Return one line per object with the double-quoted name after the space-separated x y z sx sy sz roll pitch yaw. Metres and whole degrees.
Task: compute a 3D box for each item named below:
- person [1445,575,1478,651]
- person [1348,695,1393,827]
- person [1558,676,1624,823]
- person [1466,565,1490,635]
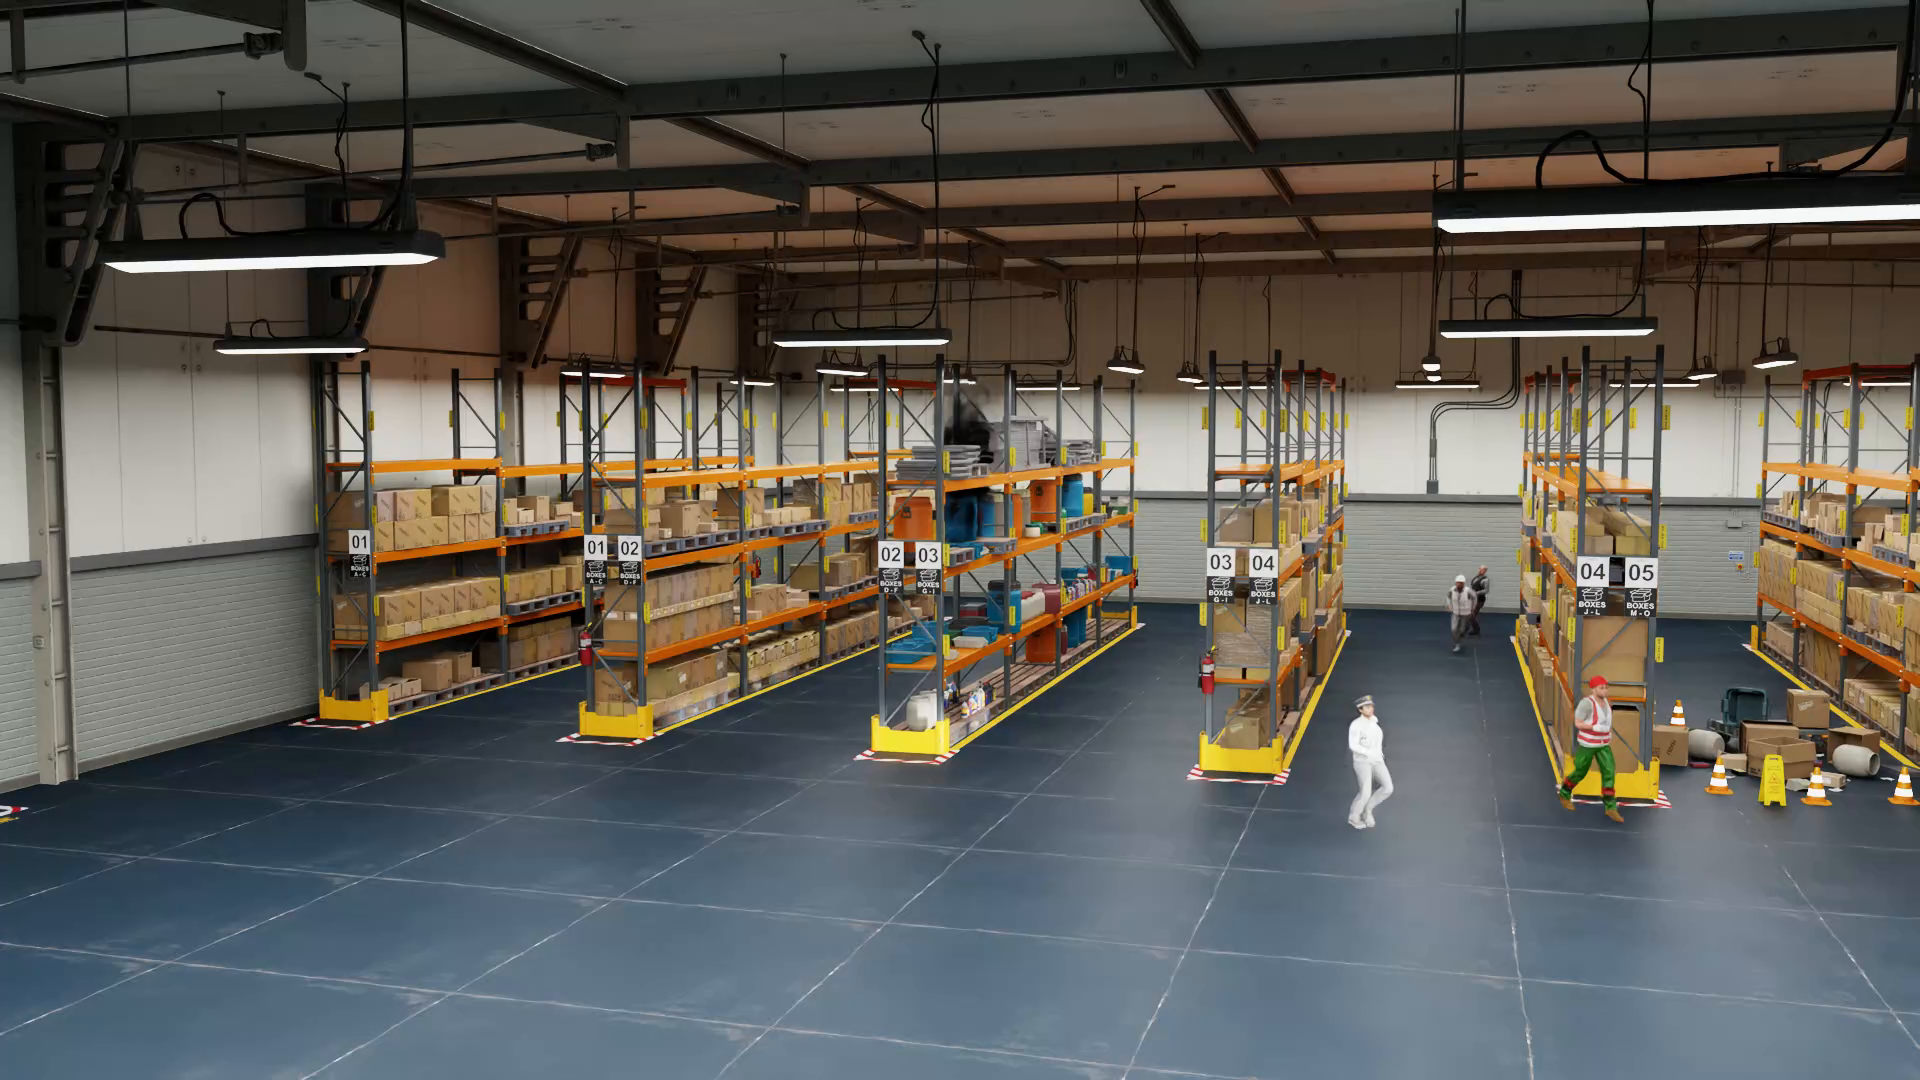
10.947 1.588 36.285 0.675 1.705 0.863 2 5 26 "person"
5.024 2.713 20.382 0.628 1.655 0.593 -3 5 -34 "person"
7.955 2.581 20.896 0.612 1.784 0.993 -1 4 -19 "person"
11.948 1.417 38.705 0.584 1.662 0.775 -1 4 -17 "person"
